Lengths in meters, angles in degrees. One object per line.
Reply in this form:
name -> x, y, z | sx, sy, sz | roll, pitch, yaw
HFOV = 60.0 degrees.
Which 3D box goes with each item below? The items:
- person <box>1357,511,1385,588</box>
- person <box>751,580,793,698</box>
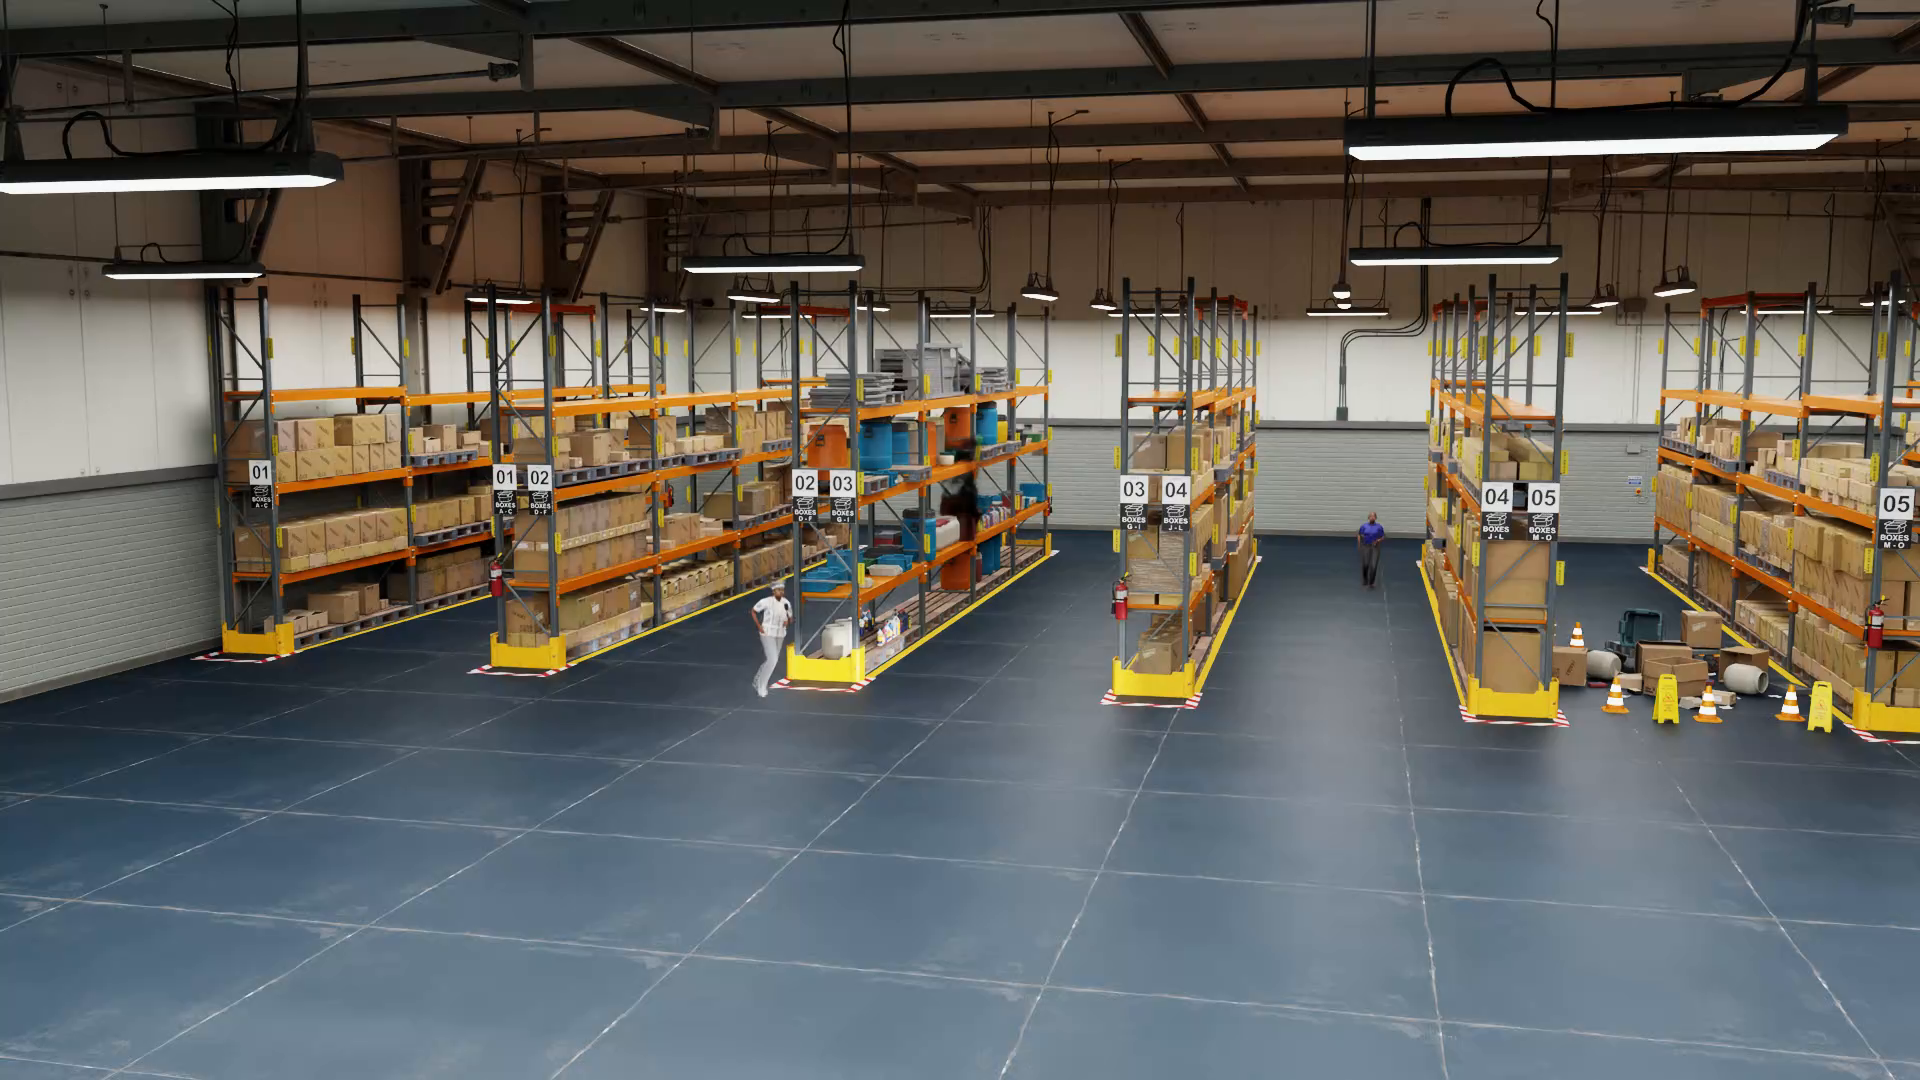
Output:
person -> 8.563, 0.222, 34.684 | 0.565, 1.606, 0.570 | 2, 7, 14
person -> -2.721, 1.417, 24.126 | 0.598, 1.721, 0.653 | -5, 8, -39
